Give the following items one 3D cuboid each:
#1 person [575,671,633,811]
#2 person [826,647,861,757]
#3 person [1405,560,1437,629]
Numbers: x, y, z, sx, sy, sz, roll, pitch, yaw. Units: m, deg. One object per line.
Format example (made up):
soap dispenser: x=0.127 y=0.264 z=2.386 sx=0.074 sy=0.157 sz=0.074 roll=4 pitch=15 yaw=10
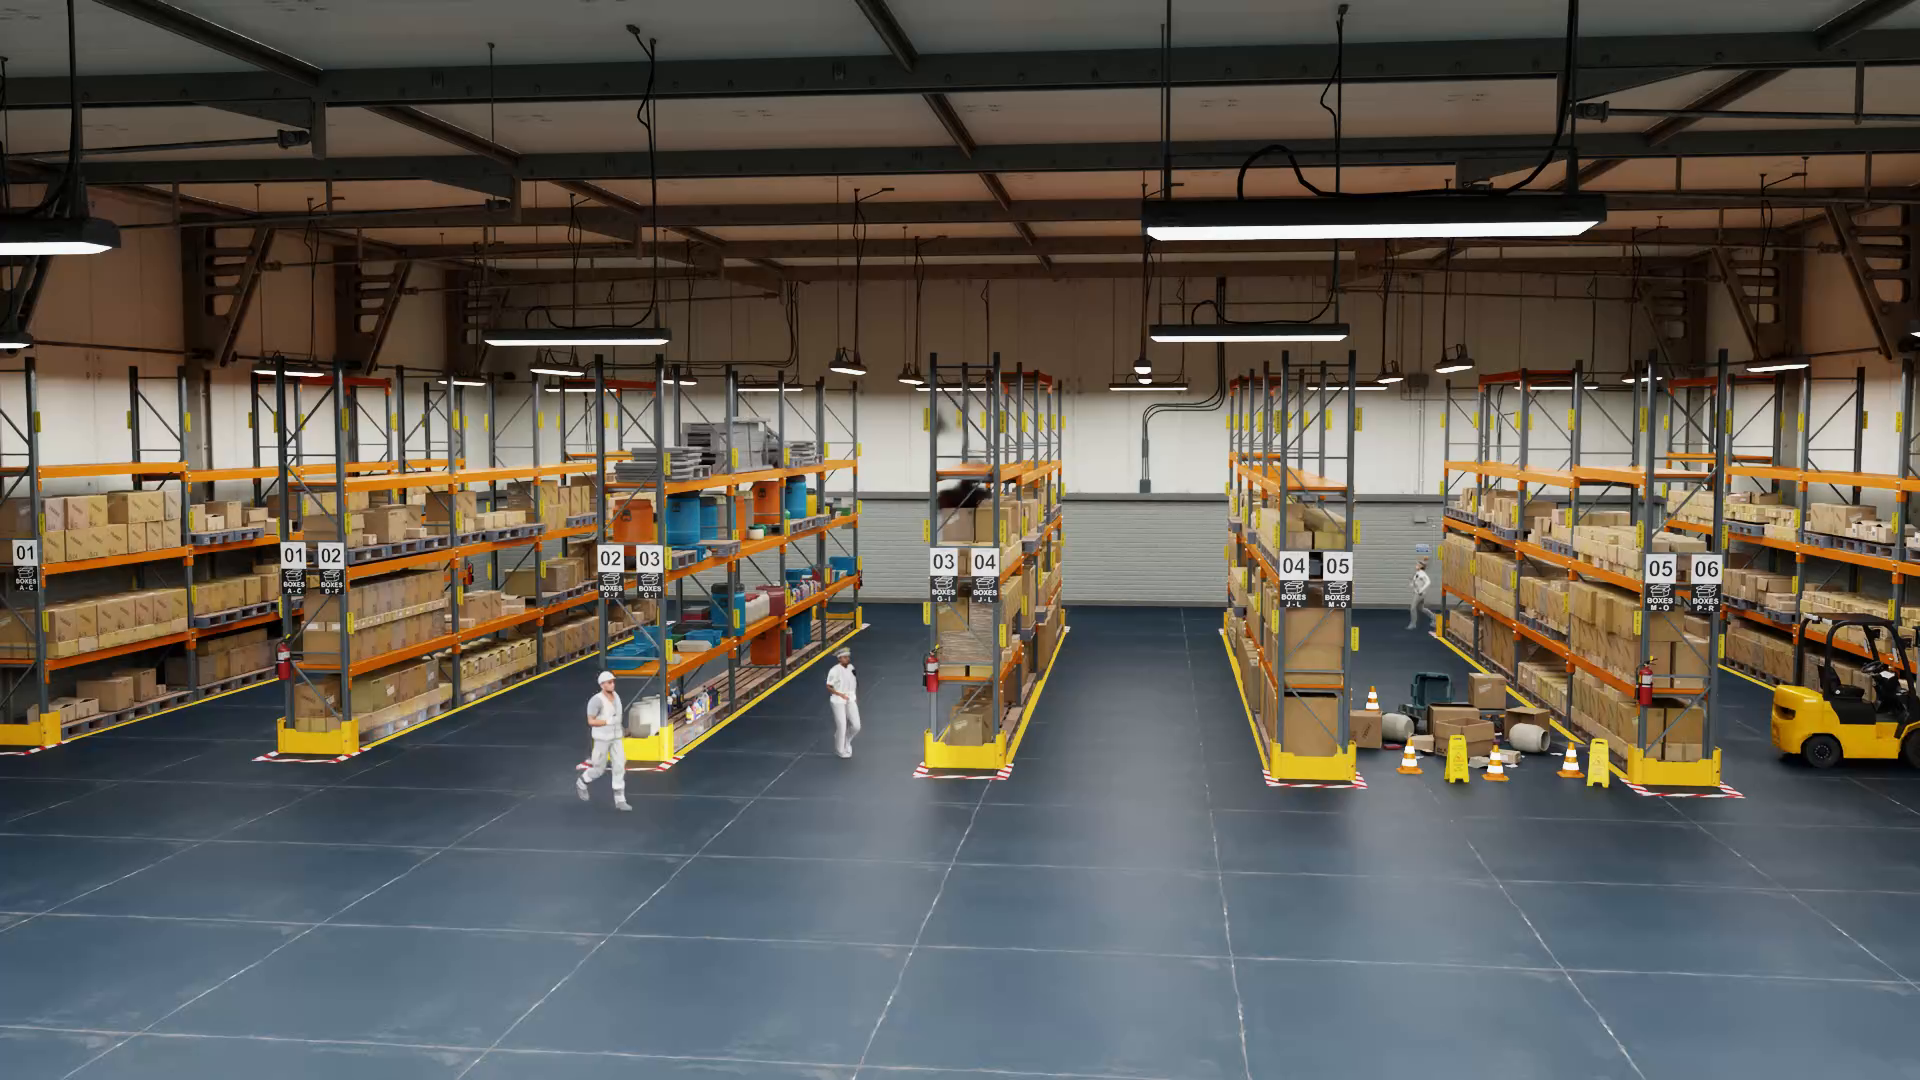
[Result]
person: x=-4.579 y=2.570 z=21.435 sx=0.968 sy=1.768 sz=0.660 roll=3 pitch=5 yaw=35
person: x=-1.707 y=2.418 z=24.749 sx=0.575 sy=1.660 sz=0.561 roll=-3 pitch=5 yaw=-33
person: x=11.178 y=1.330 z=40.160 sx=0.806 sy=1.721 sz=0.630 roll=1 pitch=4 yaw=11
